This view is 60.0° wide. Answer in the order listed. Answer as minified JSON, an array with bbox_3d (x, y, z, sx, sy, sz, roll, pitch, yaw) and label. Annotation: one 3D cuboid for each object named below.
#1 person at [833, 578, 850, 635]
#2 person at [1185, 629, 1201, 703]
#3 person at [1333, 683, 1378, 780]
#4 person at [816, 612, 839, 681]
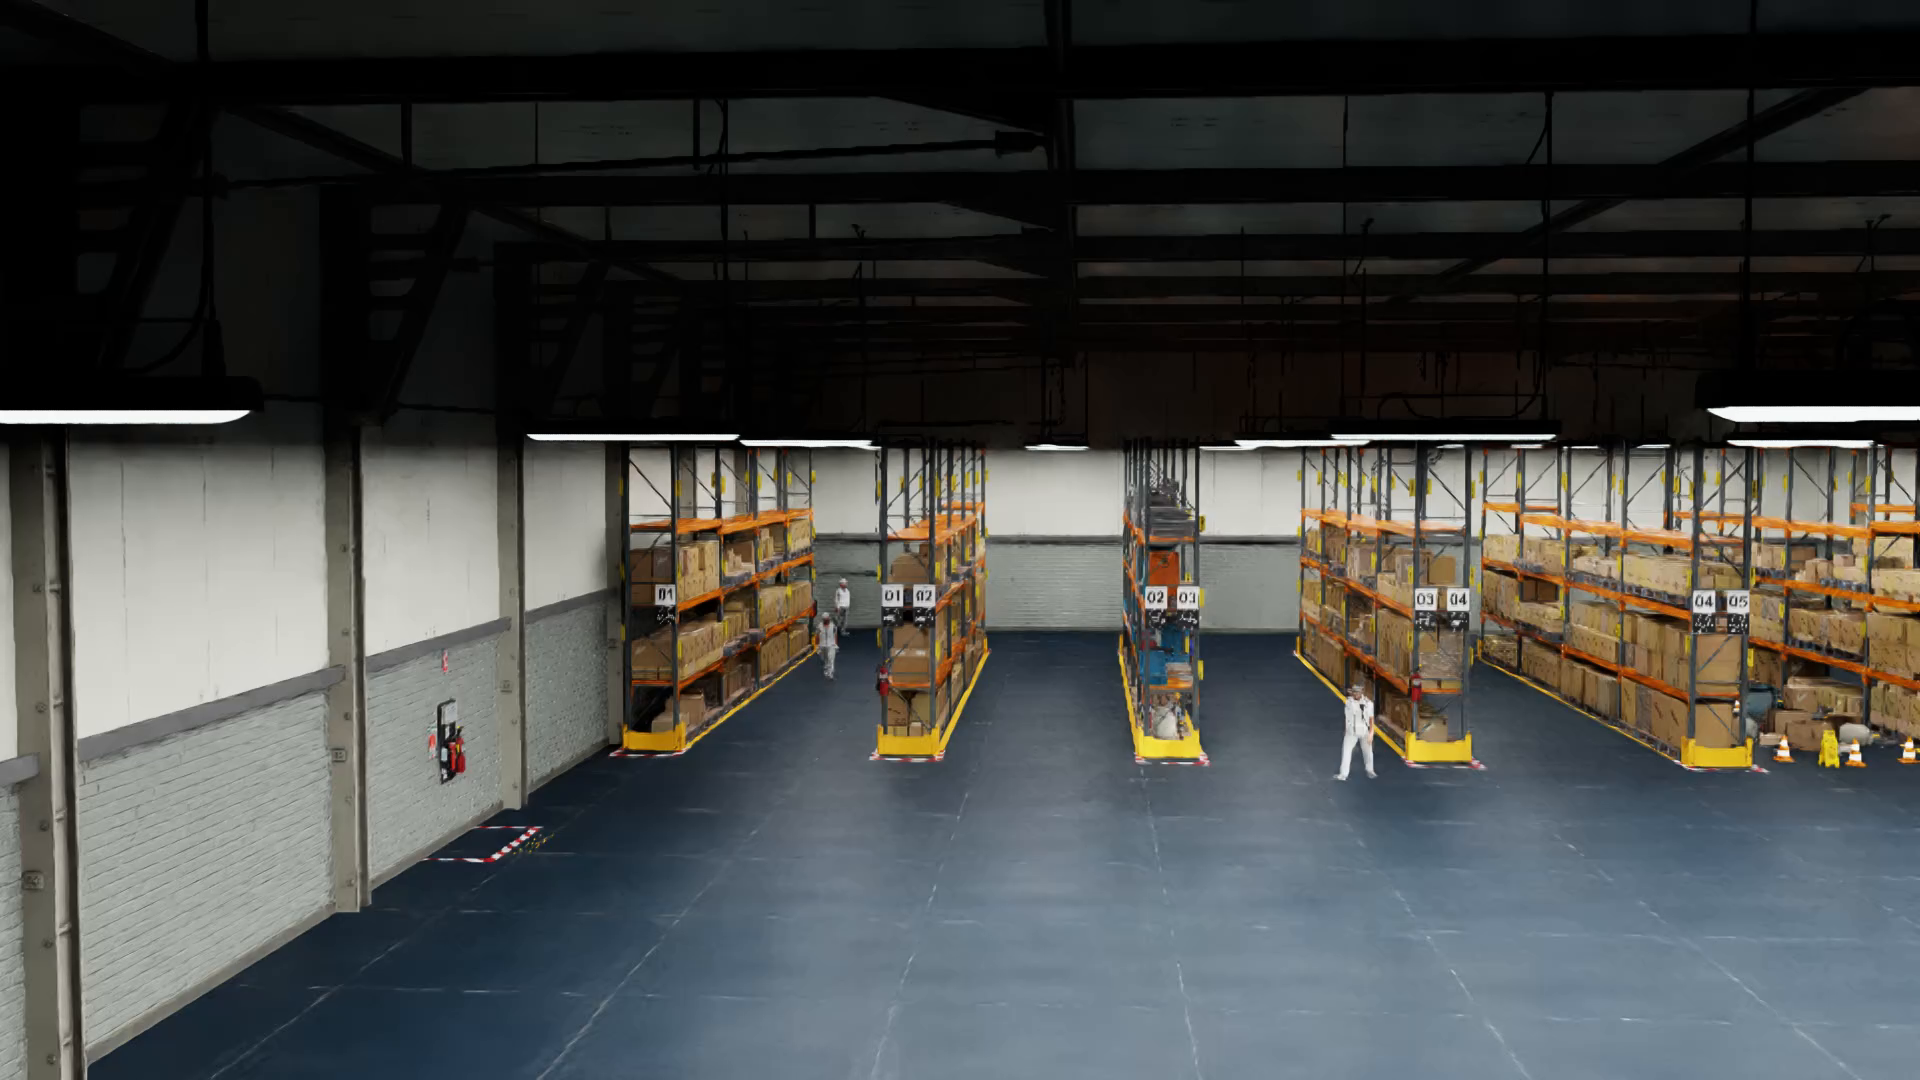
[{"bbox_3d":[-3.783,2.074,51.835,0.720,1.767,0.492,-2,4,-39],"label":"person"},{"bbox_3d":[5.275,2.870,37.819,0.462,1.644,0.555,0,3,6],"label":"person"},{"bbox_3d":[6.905,3.320,28.886,0.586,1.698,0.952,2,4,33],"label":"person"},{"bbox_3d":[-3.328,2.629,41.486,0.557,1.705,1.116,0,3,2],"label":"person"}]
